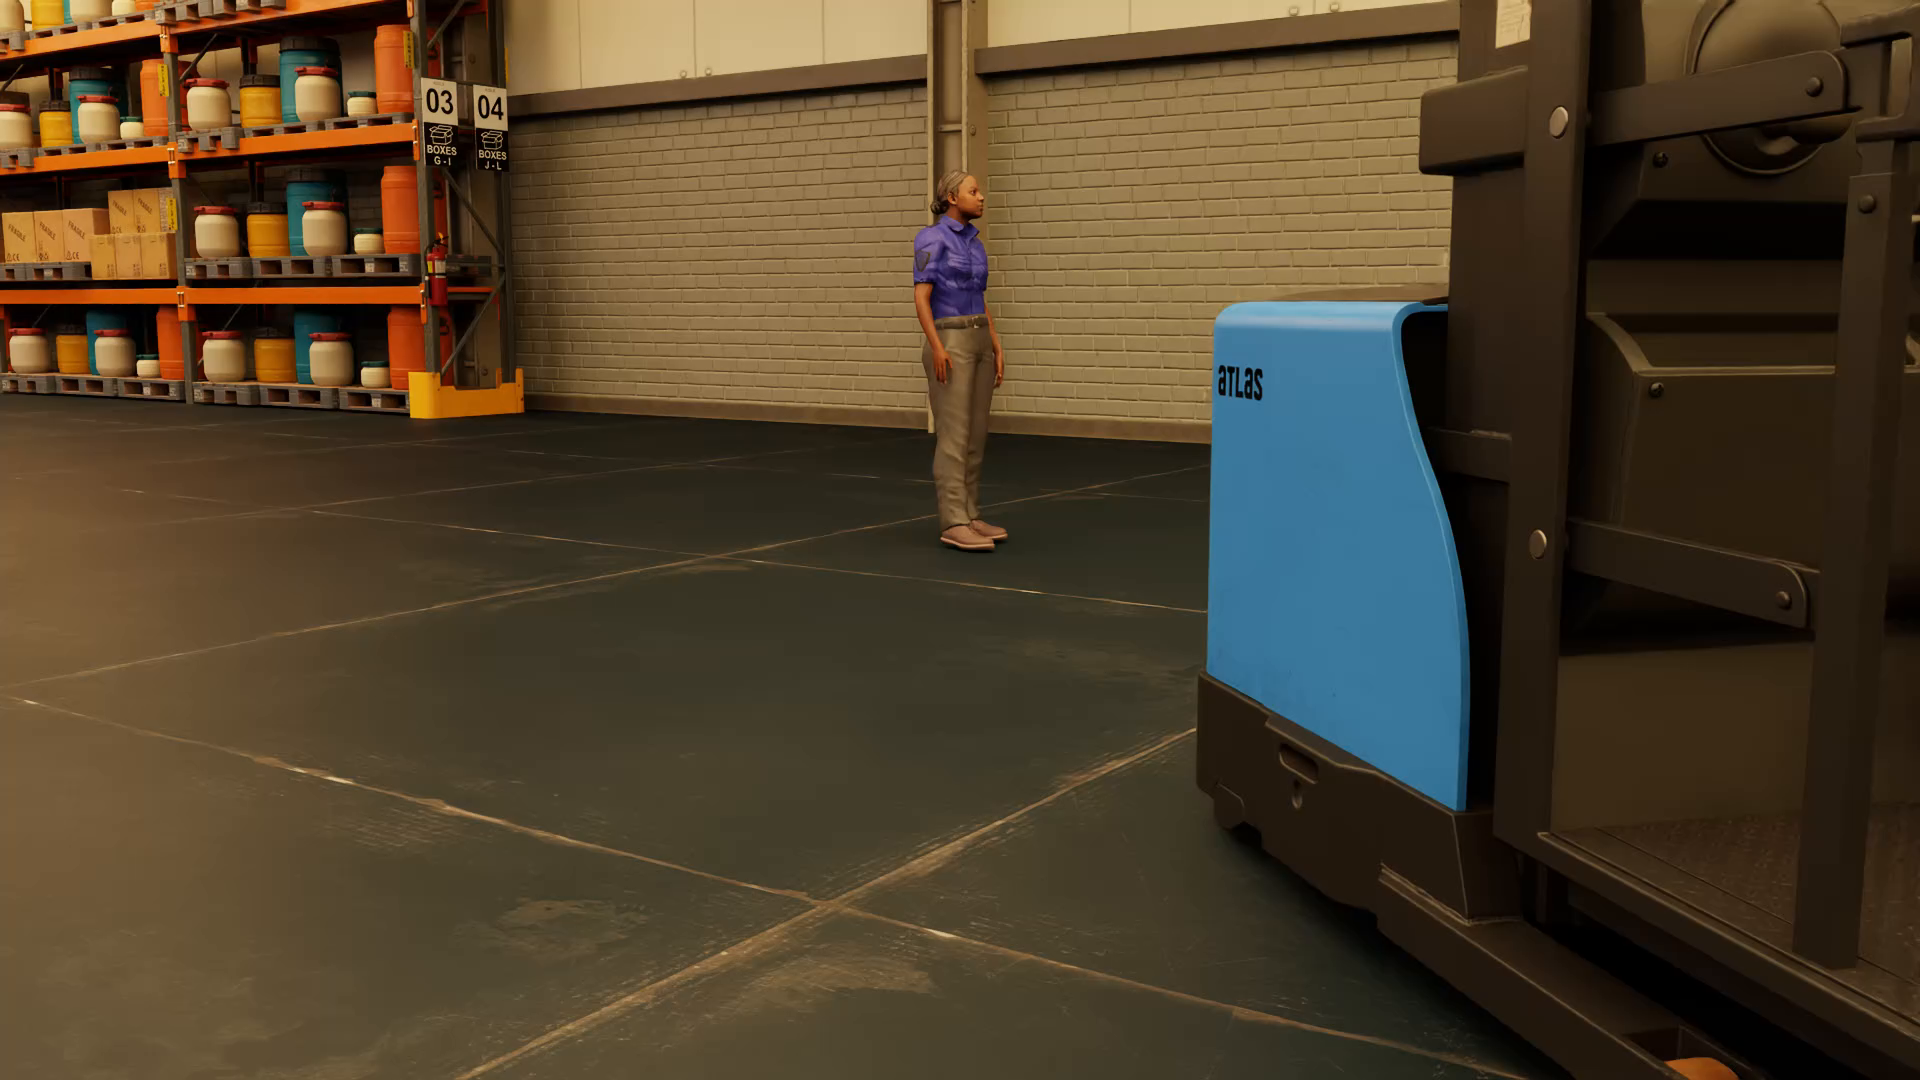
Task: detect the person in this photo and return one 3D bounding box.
[{"bbox_3d":[0.061,-0.817,7.421,0.504,1.654,0.569,5,10,34],"label":"person"}]

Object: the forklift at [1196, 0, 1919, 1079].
[{"bbox_3d":[1.355,-0.689,2.035,1.130,2.935,3.031,-2,8,-14],"label":"forklift"}]
